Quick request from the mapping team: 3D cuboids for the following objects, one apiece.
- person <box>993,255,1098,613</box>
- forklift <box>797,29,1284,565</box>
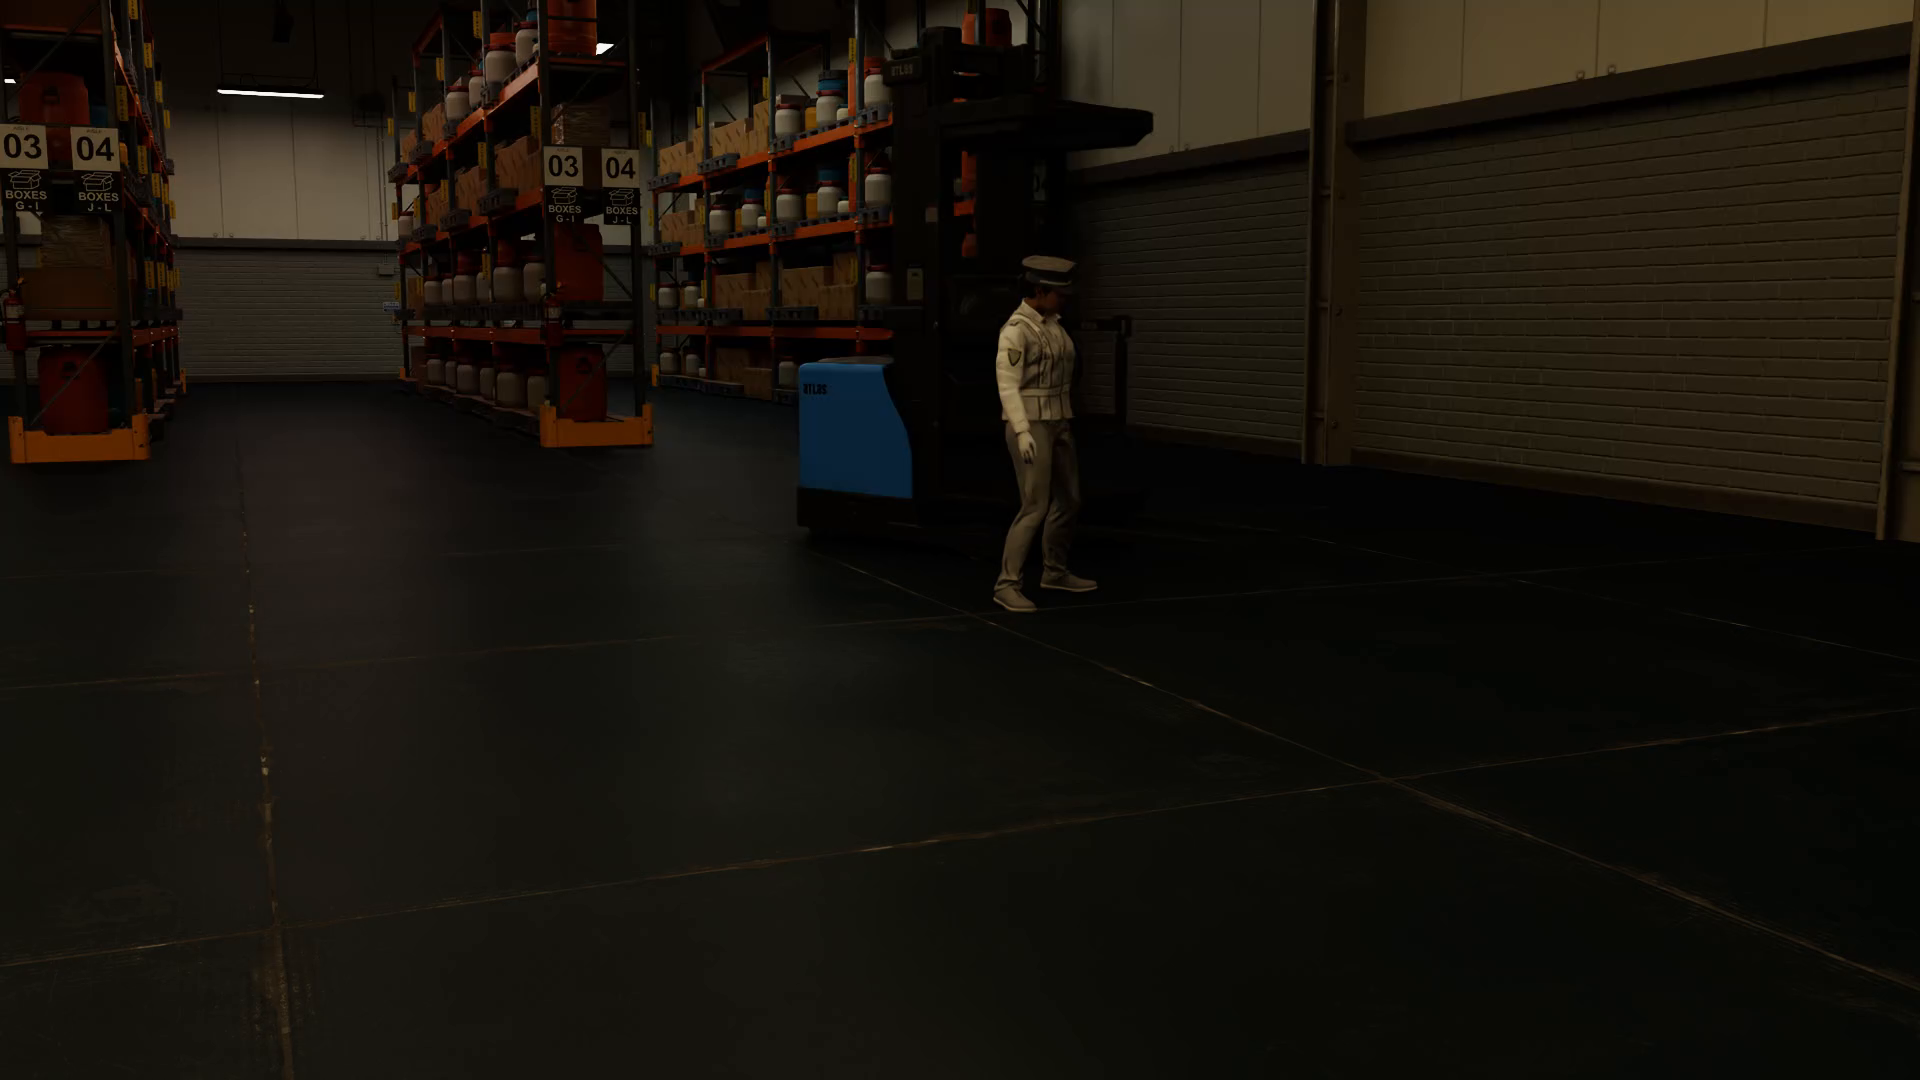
[{"bbox_3d":[0.399,-0.511,7.827,0.383,1.635,0.833,4,9,30],"label":"person"},{"bbox_3d":[0.404,-1.388,9.466,3.031,2.935,1.130,7,10,43],"label":"forklift"}]
